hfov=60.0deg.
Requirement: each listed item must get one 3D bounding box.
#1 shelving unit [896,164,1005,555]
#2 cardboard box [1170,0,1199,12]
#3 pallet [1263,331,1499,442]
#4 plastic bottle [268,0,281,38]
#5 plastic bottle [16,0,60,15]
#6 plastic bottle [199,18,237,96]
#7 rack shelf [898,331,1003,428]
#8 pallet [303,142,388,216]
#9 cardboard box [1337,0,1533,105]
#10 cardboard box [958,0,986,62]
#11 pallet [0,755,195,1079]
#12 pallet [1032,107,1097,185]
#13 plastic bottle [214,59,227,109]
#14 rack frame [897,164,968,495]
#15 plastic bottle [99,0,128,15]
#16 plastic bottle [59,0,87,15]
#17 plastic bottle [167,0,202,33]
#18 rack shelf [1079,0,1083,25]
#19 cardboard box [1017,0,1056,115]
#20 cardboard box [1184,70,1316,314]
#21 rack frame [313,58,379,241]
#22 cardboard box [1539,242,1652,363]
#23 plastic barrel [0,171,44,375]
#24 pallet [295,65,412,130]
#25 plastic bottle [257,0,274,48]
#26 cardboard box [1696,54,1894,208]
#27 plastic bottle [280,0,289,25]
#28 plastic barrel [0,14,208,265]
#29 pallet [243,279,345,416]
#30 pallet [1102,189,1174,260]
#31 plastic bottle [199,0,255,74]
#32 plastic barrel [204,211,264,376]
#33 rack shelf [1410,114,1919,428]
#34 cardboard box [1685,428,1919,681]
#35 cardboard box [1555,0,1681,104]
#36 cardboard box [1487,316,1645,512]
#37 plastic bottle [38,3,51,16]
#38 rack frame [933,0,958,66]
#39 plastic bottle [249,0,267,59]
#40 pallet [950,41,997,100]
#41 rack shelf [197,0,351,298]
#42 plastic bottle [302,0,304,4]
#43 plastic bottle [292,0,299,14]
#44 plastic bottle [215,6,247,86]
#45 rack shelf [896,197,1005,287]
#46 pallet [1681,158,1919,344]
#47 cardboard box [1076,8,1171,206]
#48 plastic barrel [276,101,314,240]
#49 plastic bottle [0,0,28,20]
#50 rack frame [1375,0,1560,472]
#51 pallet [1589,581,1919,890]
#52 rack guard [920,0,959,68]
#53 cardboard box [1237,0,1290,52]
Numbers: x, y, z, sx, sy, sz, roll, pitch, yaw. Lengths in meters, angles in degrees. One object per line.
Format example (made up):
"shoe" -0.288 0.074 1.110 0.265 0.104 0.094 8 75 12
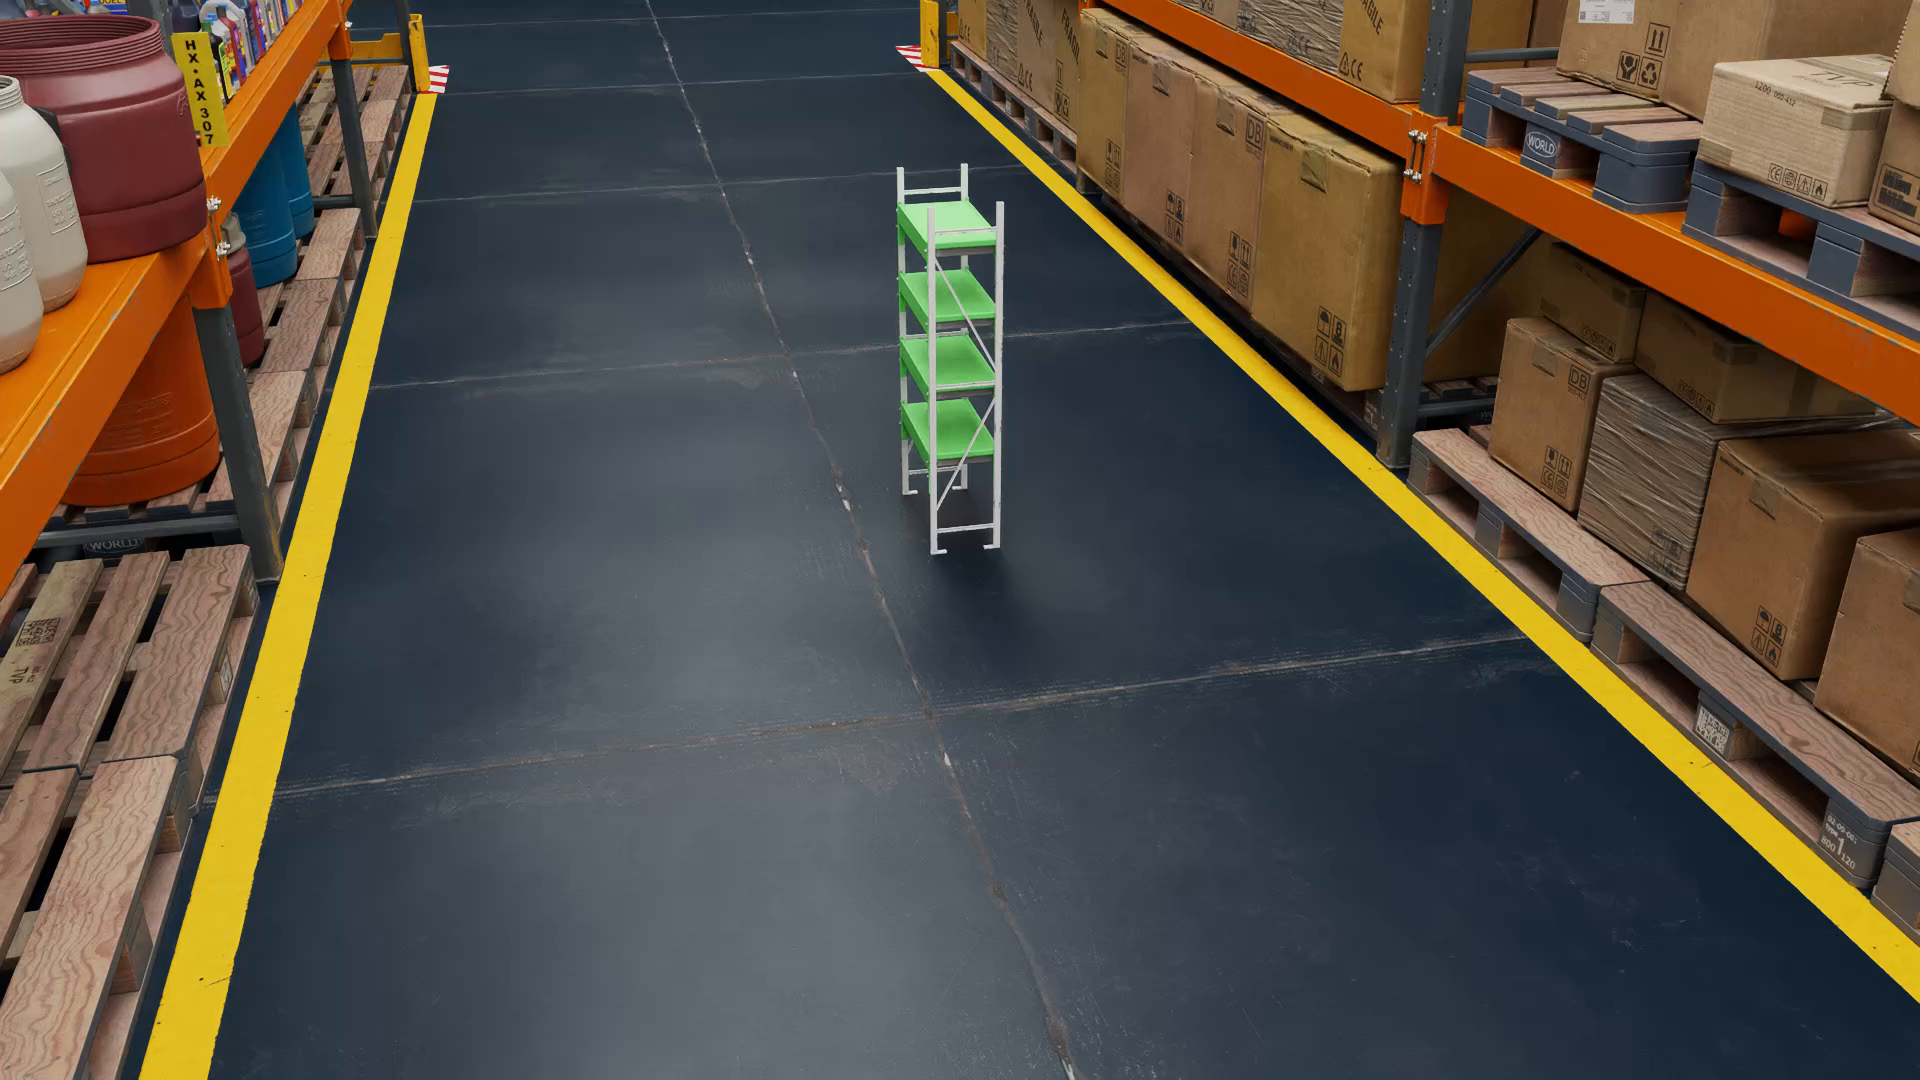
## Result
"shelving unit" -0.037 -0.608 5.624 0.258 1.200 0.503 -6 27 -12
"cardboard box" 1.275 -2.808 7.872 0.500 0.500 0.500 -7 28 -13
"pallet" 1.985 -0.783 7.068 1.003 0.211 1.213 -6 27 -12
"plastic bottle" -3.008 -2.291 7.098 0.152 0.276 0.135 -6 27 -12
"plastic bottle" -3.568 -1.999 6.437 0.144 0.351 0.185 -6 27 -12
"plastic bottle" -2.705 -1.754 6.038 0.097 0.271 0.097 0 27 0
"rack shelf" -0.037 -0.551 5.652 0.258 0.148 0.480 -6 27 -12
"pallet" -3.841 -2.002 9.481 1.003 0.211 1.213 -6 27 -12
"cardboard box" 1.737 -1.911 6.096 0.500 0.500 0.500 -5 27 -10
"cardboard box" 0.509 -4.153 12.540 0.875 0.875 0.875 -6 27 -12
"pallet" -2.328 0.952 3.630 1.003 0.211 1.213 -6 27 -12
"pallet" 1.093 -2.527 10.523 1.003 0.211 1.213 -6 27 -12
"plastic bottle" -2.653 -1.621 5.853 0.097 0.201 0.097 0 27 0
"rack frame" -0.092 -0.715 5.836 0.240 1.200 0.015 -6 27 -12
"plastic bottle" -3.548 -2.239 6.995 0.152 0.276 0.135 -6 27 -12
"plastic bottle" -3.460 -1.995 6.517 0.097 0.271 0.097 0 27 0
"plastic bottle" -2.981 -1.977 6.393 0.144 0.351 0.185 -6 27 -12
"rack shelf" 0.737 -3.987 11.119 1.077 0.370 4.000 -6 27 -12
"cardboard box" 0.914 -3.362 10.975 0.875 0.875 0.875 -6 27 -12
"cardboard box" 1.761 -1.611 7.504 1.225 0.875 0.875 -6 27 -11
"rack frame" -3.638 -2.928 8.221 1.000 3.000 0.127 -6 27 -12
"cardboard box" 2.270 -0.799 5.457 0.500 0.250 0.500 -5 27 -9
"plastic barrel" -2.201 -0.607 3.499 0.421 0.512 0.421 0 27 0
"pallet" -4.391 -3.073 11.604 1.003 0.211 1.213 -6 27 -12
"plastic bottle" -2.955 -2.189 6.896 0.152 0.276 0.135 -6 27 -12
"cardboard box" 2.243 -1.036 4.174 0.500 0.250 0.500 -7 28 -13
"plastic bottle" -3.070 -2.454 7.338 0.144 0.351 0.185 -6 27 -12
"plastic barrel" -2.336 -1.059 4.369 0.600 0.536 0.708 -6 27 -12
"pallet" -3.226 -0.803 7.107 1.003 0.211 1.213 -6 27 -12
"pallet" 1.435 -1.855 9.190 1.003 0.211 1.213 -6 27 -12
"plastic bottle" -2.831 -1.948 6.418 0.152 0.276 0.135 -6 27 -12
"plastic barrel" -3.118 -0.991 6.595 0.600 0.588 0.708 -6 27 -12
"rack shelf" 2.540 -0.475 4.161 1.077 0.370 4.000 -6 27 -12
"cardboard box" 2.532 0.027 4.653 0.700 0.500 0.500 -4 27 -7
"cardboard box" 2.250 -1.674 5.160 0.500 0.500 0.500 -9 28 -18
"cardboard box" 2.260 -0.463 5.624 0.700 0.500 0.500 -7 28 -14
"plastic bottle" -3.402 -1.851 6.218 0.061 0.283 0.133 -6 27 -12
"rack frame" 0.287 -5.187 12.697 1.000 3.000 0.127 -6 27 -12
"plastic bottle" -2.859 -2.096 6.703 0.061 0.283 0.133 -6 27 -12
"pallet" 0.543 -3.599 12.646 1.003 0.211 1.213 -6 27 -12
"rack shelf" -3.187 -1.728 6.644 1.077 0.370 4.000 -6 27 -12
"plastic bottle" -3.181 -2.651 7.893 0.097 0.201 0.097 0 27 0
"plastic bottle" -3.152 -2.572 7.654 0.152 0.276 0.135 -6 27 -12
"plastic bottle" -2.735 -1.854 6.224 0.061 0.283 0.133 -6 27 -12
"rack shelf" -0.037 -0.980 5.436 0.258 0.148 0.480 -6 27 -12
"pallet" 2.575 -0.724 4.068 1.003 0.211 1.213 -6 27 -12
"cardboard box" 1.352 -2.391 9.049 1.225 0.875 0.875 -6 27 -11
"plastic barrel" -3.532 -1.938 8.123 0.600 0.901 0.708 -6 27 -12
"plastic bottle" -3.496 -1.860 6.160 0.144 0.351 0.185 -6 27 -12
"rack frame" 2.089 -1.675 5.739 1.000 3.000 0.127 -6 27 -12
"pallet" 2.536 0.448 4.628 1.003 0.211 1.213 -6 27 -12
"rack guard" 0.281 -4.081 13.281 1.175 0.500 0.348 -6 27 -12
"cardboard box" 1.510 -2.358 6.981 0.500 0.500 0.500 -7 28 -13
